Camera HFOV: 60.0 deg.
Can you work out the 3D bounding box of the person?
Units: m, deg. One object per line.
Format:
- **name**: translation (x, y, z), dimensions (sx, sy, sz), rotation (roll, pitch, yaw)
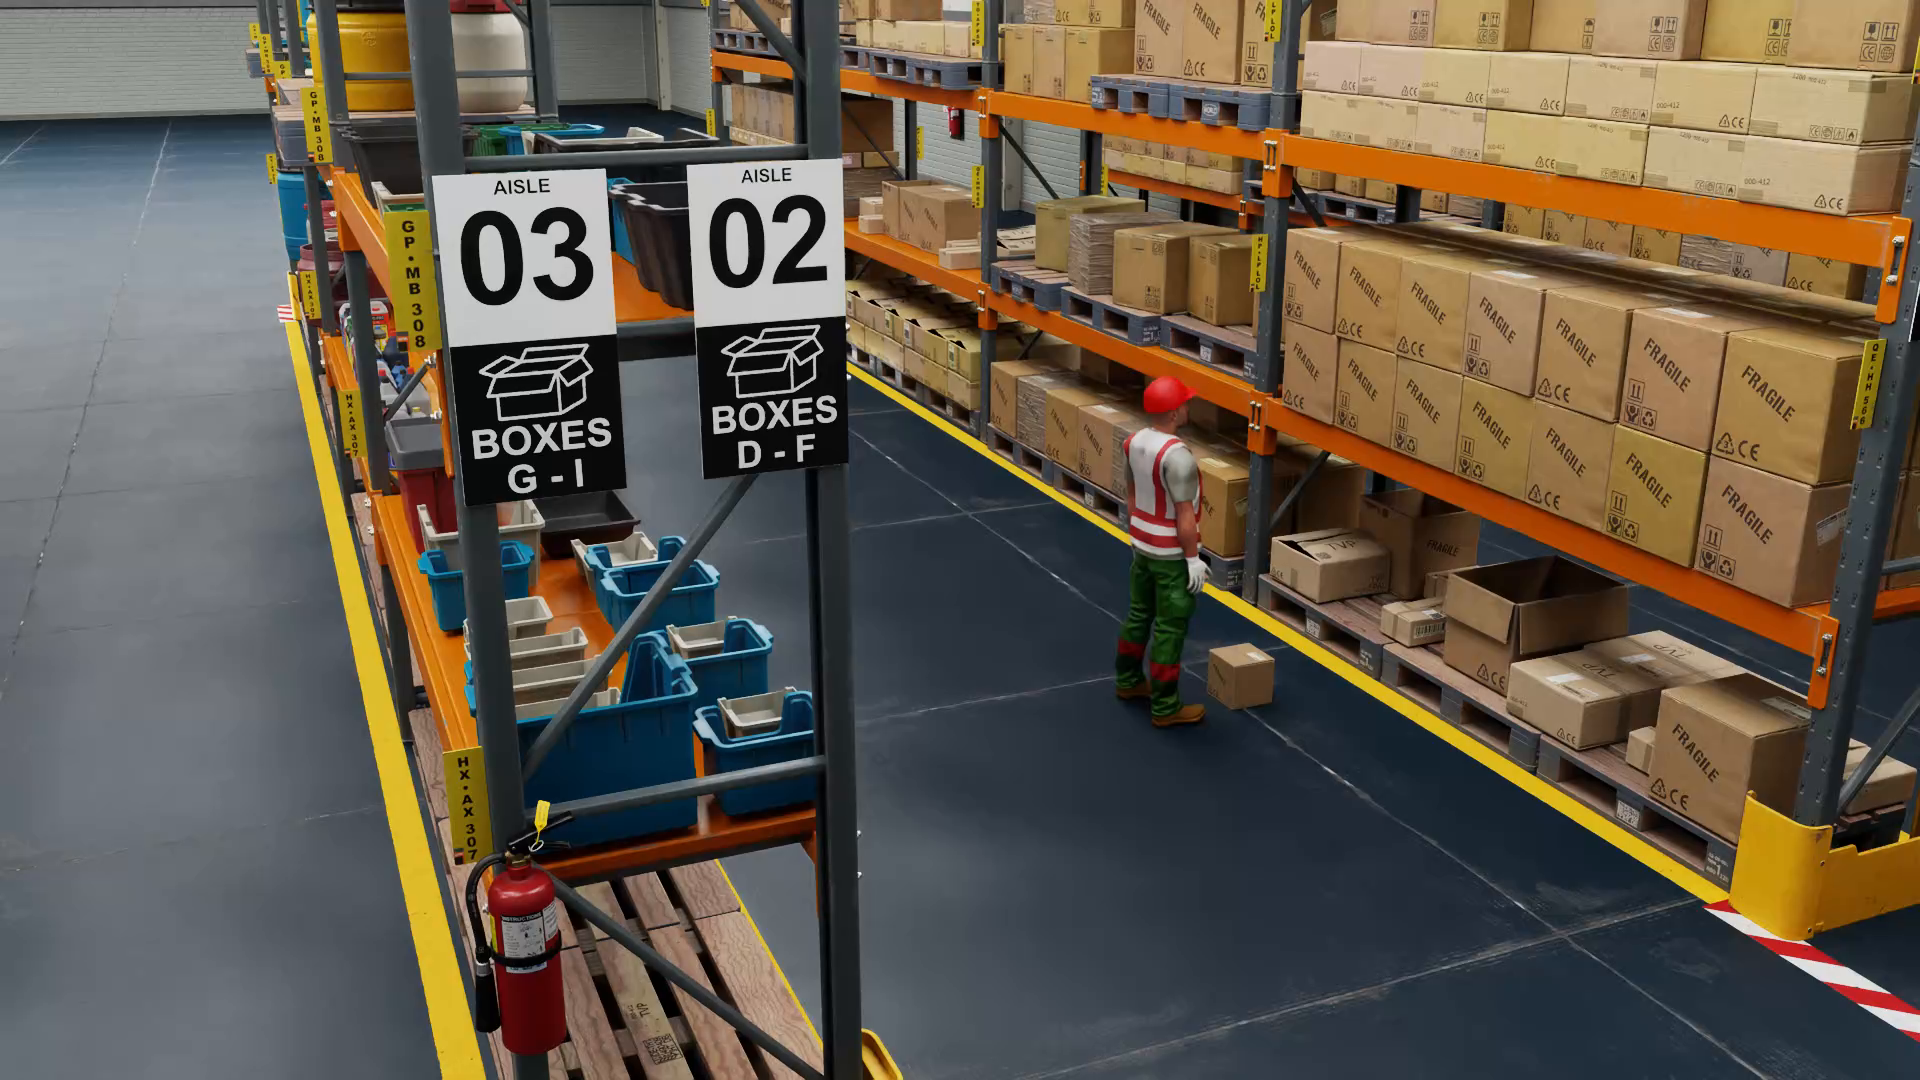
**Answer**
- **person**: translation (1.041, 0.047, 8.373), dimensions (0.366, 1.791, 0.587), rotation (-8, 20, -22)
